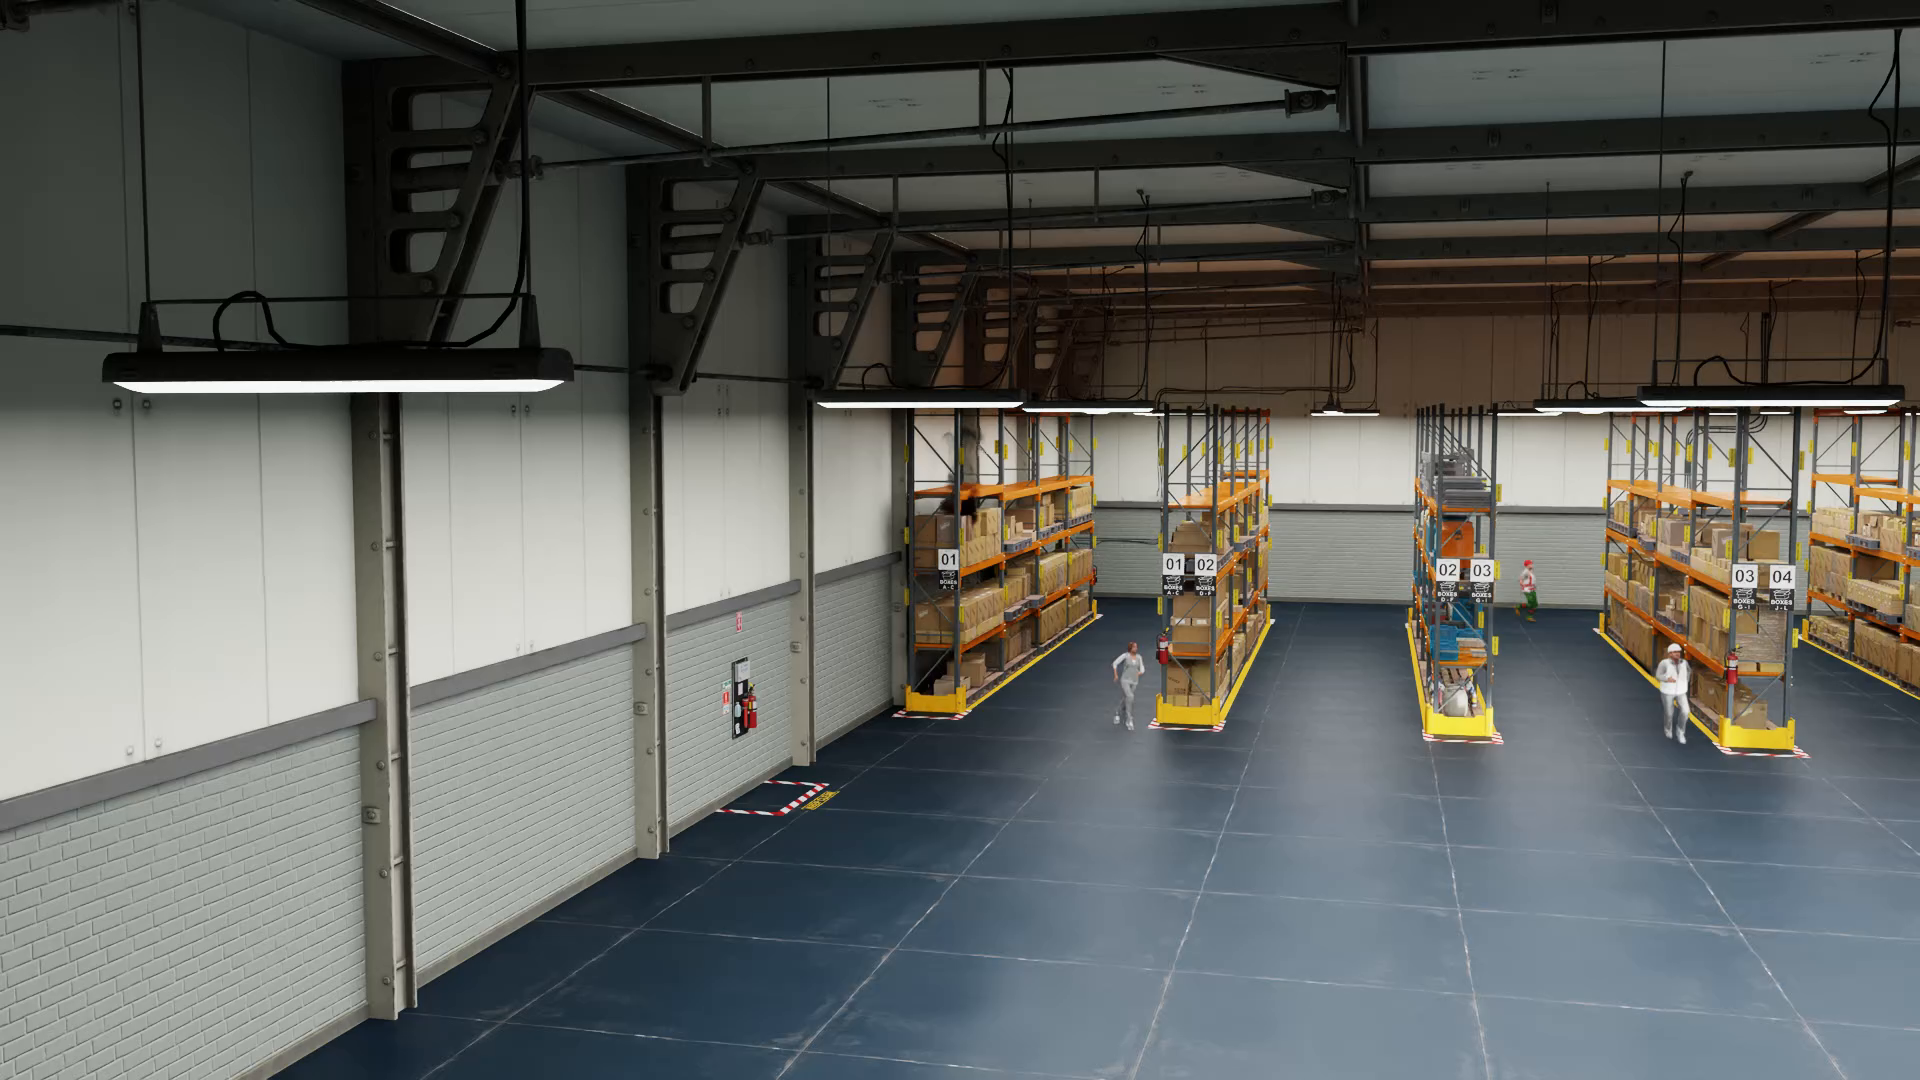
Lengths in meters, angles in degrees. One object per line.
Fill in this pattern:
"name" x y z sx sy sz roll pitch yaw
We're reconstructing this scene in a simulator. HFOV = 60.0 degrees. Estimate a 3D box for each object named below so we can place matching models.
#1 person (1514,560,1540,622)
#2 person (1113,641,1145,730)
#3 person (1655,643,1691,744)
"person" 16.064 1.436 47.093 0.637 1.739 0.670 4 6 41
"person" 3.171 2.677 30.865 0.539 1.583 0.764 -2 5 -24
"person" 12.650 2.716 29.466 0.666 1.794 0.796 1 4 7
